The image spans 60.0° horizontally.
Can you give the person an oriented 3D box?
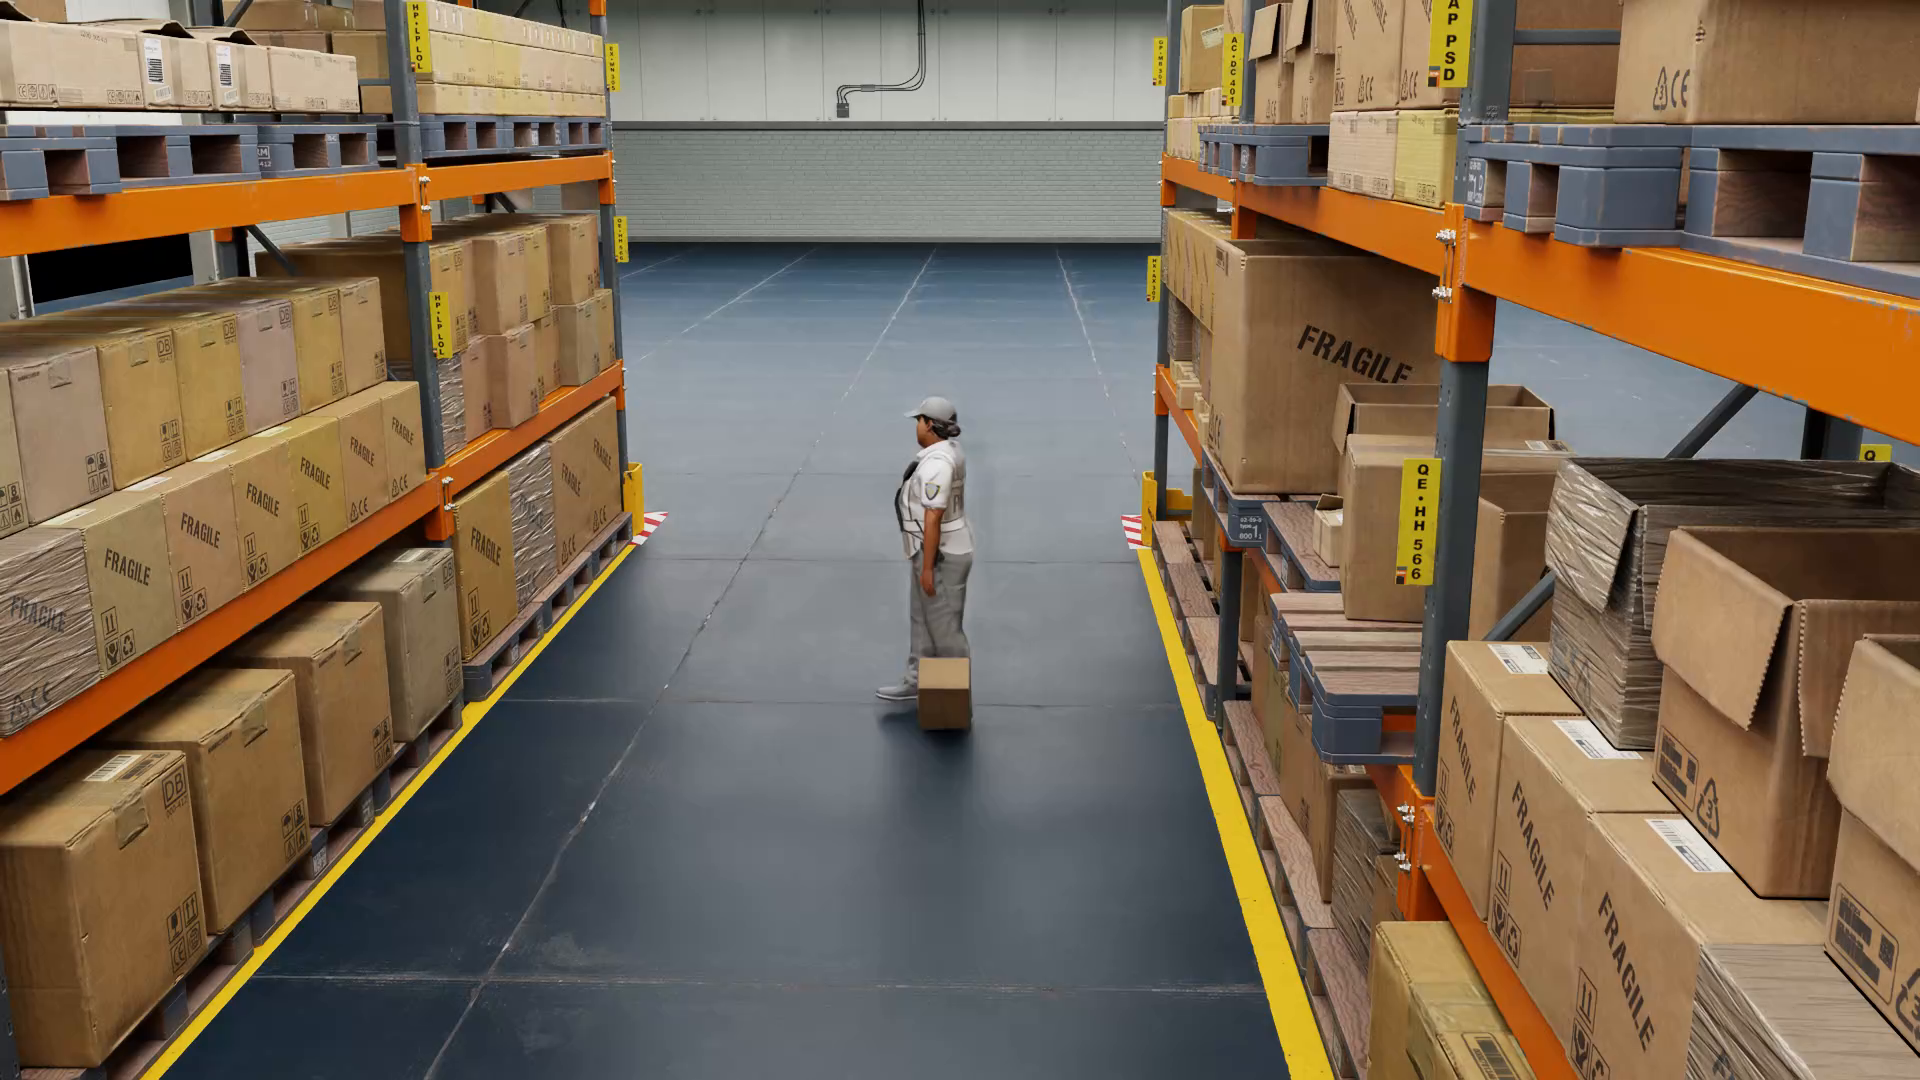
[{"bbox_3d":[-0.183,0.094,8.538,0.537,1.668,0.556,1,14,2],"label":"person"}]
